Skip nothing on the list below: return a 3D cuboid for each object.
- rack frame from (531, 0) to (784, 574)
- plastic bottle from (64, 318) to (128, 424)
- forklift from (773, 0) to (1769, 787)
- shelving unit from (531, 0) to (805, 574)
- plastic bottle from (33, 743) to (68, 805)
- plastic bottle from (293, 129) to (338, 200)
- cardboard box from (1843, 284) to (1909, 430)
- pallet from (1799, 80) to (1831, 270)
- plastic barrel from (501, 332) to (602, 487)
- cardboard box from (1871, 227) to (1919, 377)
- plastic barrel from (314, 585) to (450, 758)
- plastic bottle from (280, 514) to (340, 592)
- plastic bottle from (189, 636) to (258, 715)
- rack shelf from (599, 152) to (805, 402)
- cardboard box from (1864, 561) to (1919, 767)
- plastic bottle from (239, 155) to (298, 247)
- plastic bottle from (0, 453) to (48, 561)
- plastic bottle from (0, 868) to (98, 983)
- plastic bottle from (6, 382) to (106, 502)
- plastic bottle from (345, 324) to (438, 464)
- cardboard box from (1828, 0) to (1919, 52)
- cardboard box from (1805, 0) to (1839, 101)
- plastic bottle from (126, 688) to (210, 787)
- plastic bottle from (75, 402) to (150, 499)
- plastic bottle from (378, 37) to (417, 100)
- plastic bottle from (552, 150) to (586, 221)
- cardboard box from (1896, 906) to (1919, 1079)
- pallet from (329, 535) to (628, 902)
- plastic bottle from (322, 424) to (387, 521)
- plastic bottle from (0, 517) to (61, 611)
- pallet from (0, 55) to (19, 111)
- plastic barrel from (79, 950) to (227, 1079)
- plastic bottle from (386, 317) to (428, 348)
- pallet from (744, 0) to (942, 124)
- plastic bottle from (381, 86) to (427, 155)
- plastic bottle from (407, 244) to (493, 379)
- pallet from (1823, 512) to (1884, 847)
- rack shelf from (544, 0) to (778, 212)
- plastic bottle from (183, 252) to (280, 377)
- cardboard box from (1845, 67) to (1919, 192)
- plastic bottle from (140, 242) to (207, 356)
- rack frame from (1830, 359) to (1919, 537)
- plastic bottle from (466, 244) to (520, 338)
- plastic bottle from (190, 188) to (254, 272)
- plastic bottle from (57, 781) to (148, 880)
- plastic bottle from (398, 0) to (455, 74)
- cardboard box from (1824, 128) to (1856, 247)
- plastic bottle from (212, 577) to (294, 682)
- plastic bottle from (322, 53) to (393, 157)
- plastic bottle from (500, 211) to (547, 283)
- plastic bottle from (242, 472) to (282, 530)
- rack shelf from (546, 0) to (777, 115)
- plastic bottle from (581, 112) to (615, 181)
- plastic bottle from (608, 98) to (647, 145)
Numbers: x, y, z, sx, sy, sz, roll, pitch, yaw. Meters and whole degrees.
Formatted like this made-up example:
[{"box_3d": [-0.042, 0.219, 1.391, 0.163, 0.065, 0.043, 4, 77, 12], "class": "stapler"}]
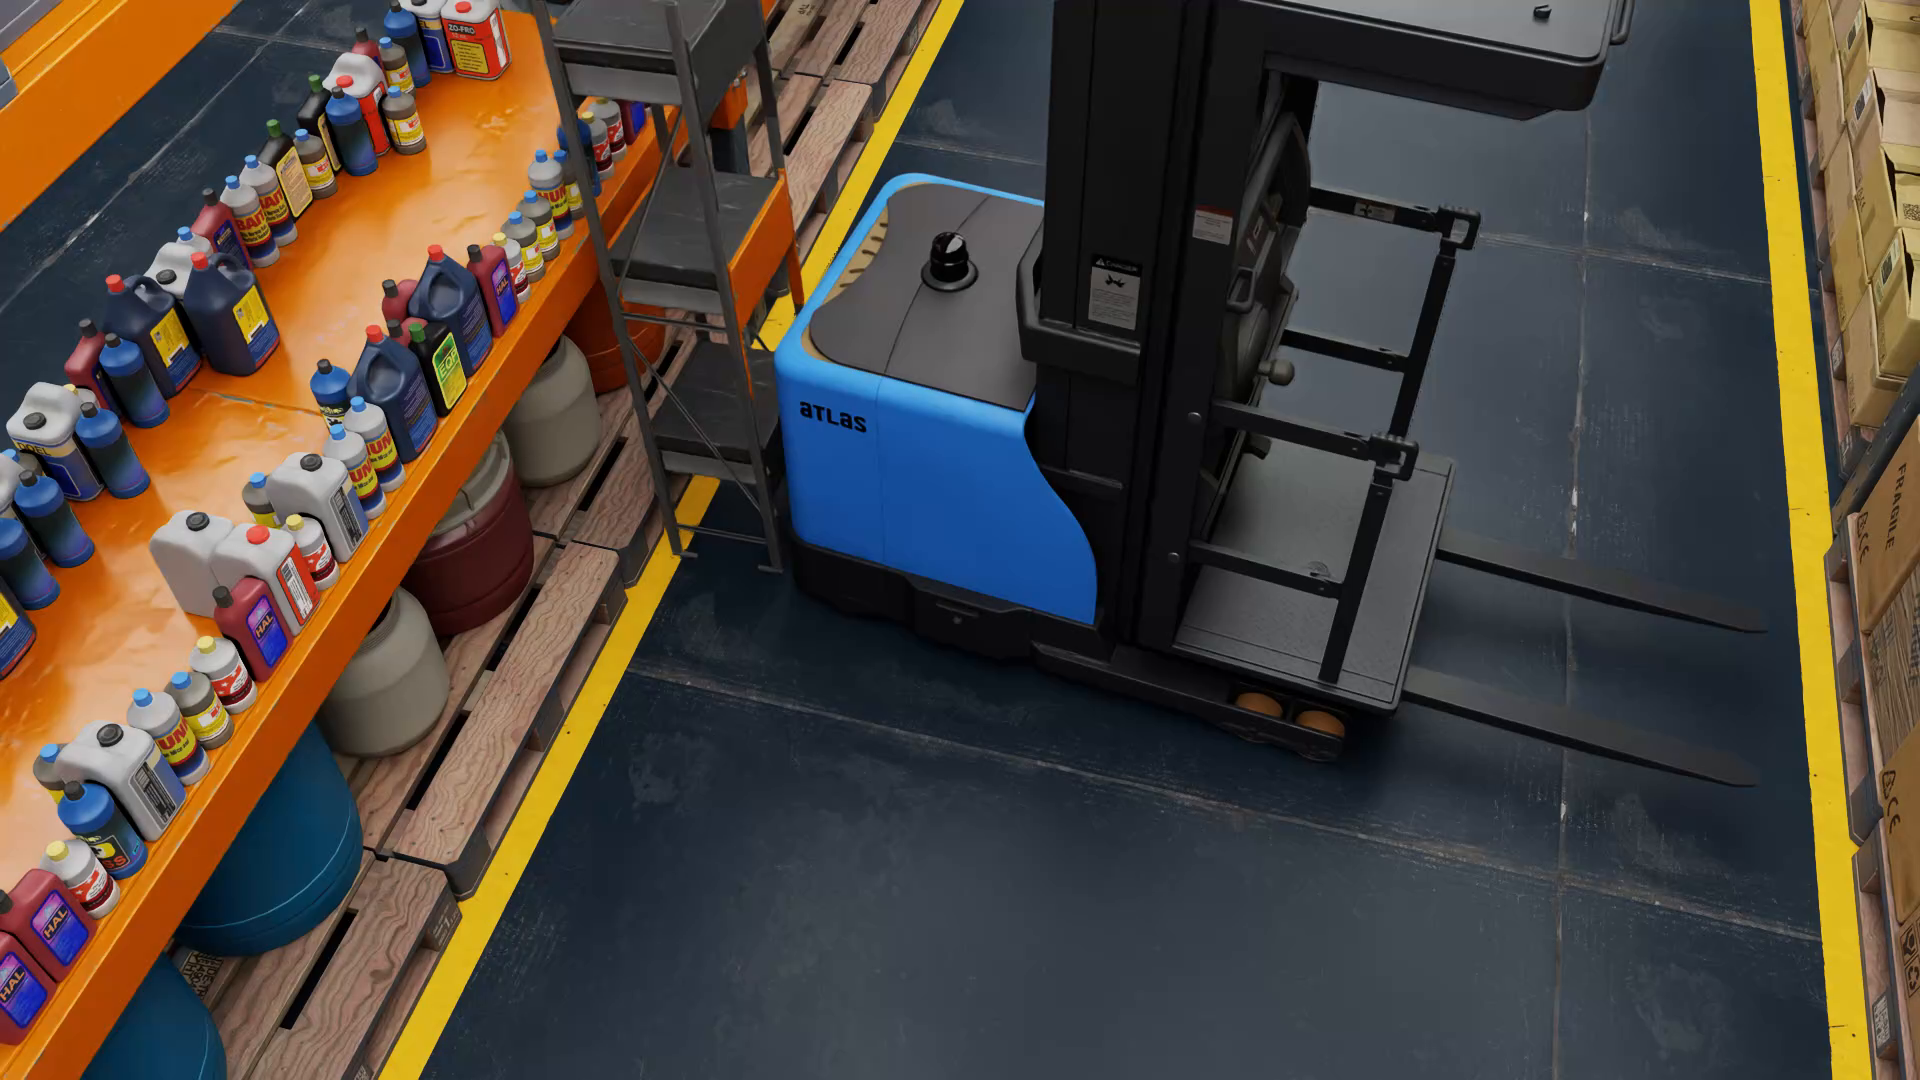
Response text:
[{"box_3d": [-0.838, -0.635, 4.888, 0.400, 2.100, 0.015, 10, 49, 12], "class": "rack frame"}, {"box_3d": [-2.174, -0.418, 4.196, 0.061, 0.283, 0.133, 12, 50, 10], "class": "plastic bottle"}, {"box_3d": [1.013, -0.741, 4.449, 3.031, 2.935, 1.130, 16, 50, 13], "class": "forklift"}, {"box_3d": [-0.773, -0.809, 5.046, 0.431, 2.100, 0.503, 10, 49, 12], "class": "shelving unit"}, {"box_3d": [-1.848, 0.493, 3.447, 0.097, 0.201, 0.097, 0, 49, 0], "class": "plastic bottle"}, {"box_3d": [-1.895, -1.106, 4.858, 0.097, 0.201, 0.097, 0, 49, 0], "class": "plastic bottle"}, {"box_3d": [3.426, -0.608, 5.840, 0.500, 0.250, 0.500, 13, 50, 11], "class": "cardboard box"}, {"box_3d": [4.100, -1.495, 6.929, 1.003, 0.211, 1.213, 12, 50, 10], "class": "pallet"}, {"box_3d": [-1.430, -0.463, 5.537, 0.421, 0.512, 0.421, 0, 49, 0], "class": "plastic barrel"}, {"box_3d": [3.423, -0.793, 5.629, 0.500, 0.311, 0.500, 13, 50, 11], "class": "cardboard box"}, {"box_3d": [-1.727, 0.354, 4.816, 0.421, 0.512, 0.421, 0, 49, 0], "class": "plastic barrel"}, {"box_3d": [-1.518, 0.021, 3.864, 0.097, 0.201, 0.097, 0, 49, 0], "class": "plastic bottle"}, {"box_3d": [-1.614, 0.285, 3.630, 0.097, 0.201, 0.097, 0, 49, 0], "class": "plastic bottle"}, {"box_3d": [-0.772, -0.800, 5.056, 0.431, 0.518, 0.480, 10, 49, 12], "class": "rack shelf"}, {"box_3d": [2.995, 0.384, 4.784, 0.500, 0.500, 0.500, 10, 49, 9], "class": "cardboard box"}, {"box_3d": [-1.955, -0.962, 4.684, 0.097, 0.271, 0.097, 0, 49, 0], "class": "plastic bottle"}, {"box_3d": [-2.252, -0.072, 3.895, 0.152, 0.276, 0.135, 12, 50, 10], "class": "plastic bottle"}, {"box_3d": [-1.765, 0.724, 3.188, 0.061, 0.283, 0.133, 12, 50, 10], "class": "plastic bottle"}, {"box_3d": [-2.191, -0.239, 4.043, 0.152, 0.276, 0.135, 12, 50, 10], "class": "plastic bottle"}, {"box_3d": [-1.417, -0.374, 4.112, 0.144, 0.351, 0.185, 12, 50, 10], "class": "plastic bottle"}, {"box_3d": [3.954, -2.273, 6.935, 0.500, 0.311, 0.500, 10, 49, 9], "class": "cardboard box"}, {"box_3d": [3.961, -2.085, 7.144, 0.500, 0.250, 0.500, 10, 49, 9], "class": "cardboard box"}, {"box_3d": [-1.665, 0.402, 3.480, 0.097, 0.271, 0.097, 0, 49, 0], "class": "plastic bottle"}, {"box_3d": [-2.066, -0.227, 4.035, 0.097, 0.271, 0.097, 0, 49, 0], "class": "plastic bottle"}, {"box_3d": [-1.763, -1.467, 5.176, 0.097, 0.201, 0.097, 0, 49, 0], "class": "plastic bottle"}, {"box_3d": [-1.136, -1.030, 4.791, 0.097, 0.201, 0.097, 0, 49, 0], "class": "plastic bottle"}, {"box_3d": [2.725, 1.124, 4.131, 0.500, 0.500, 0.500, 10, 49, 9], "class": "cardboard box"}, {"box_3d": [-1.746, 0.450, 5.212, 1.003, 0.211, 1.213, 12, 50, 10], "class": "pallet"}, {"box_3d": [-1.457, -0.170, 3.986, 0.097, 0.271, 0.097, 0, 49, 0], "class": "plastic bottle"}, {"box_3d": [-2.162, 0.038, 3.801, 0.097, 0.271, 0.097, 0, 49, 0], "class": "plastic bottle"}, {"box_3d": [-2.196, -0.554, 2.363, 1.213, 0.211, 1.003, 12, 50, 10], "class": "pallet"}, {"box_3d": [-2.148, 1.128, 3.873, 0.600, 0.901, 0.708, 12, 50, 10], "class": "plastic barrel"}, {"box_3d": [-1.393, -0.470, 4.242, 0.061, 0.283, 0.133, 12, 50, 10], "class": "plastic bottle"}, {"box_3d": [-0.691, -2.440, 7.763, 1.003, 0.211, 1.213, 12, 50, 10], "class": "pallet"}, {"box_3d": [-1.677, -1.270, 5.003, 0.097, 0.201, 0.097, 0, 49, 0], "class": "plastic bottle"}, {"box_3d": [-1.333, -0.604, 4.315, 0.144, 0.351, 0.185, 12, 50, 10], "class": "plastic bottle"}, {"box_3d": [3.290, 0.505, 5.164, 1.003, 0.211, 1.213, 12, 50, 10], "class": "pallet"}, {"box_3d": [-0.804, -1.275, 4.543, 0.431, 0.518, 0.480, 10, 49, 12], "class": "rack shelf"}, {"box_3d": [-1.910, -0.615, 4.325, 0.144, 0.351, 0.185, 12, 50, 10], "class": "plastic bottle"}, {"box_3d": [3.689, -1.534, 6.283, 0.500, 0.311, 0.500, 11, 50, 10], "class": "cardboard box"}, {"box_3d": [-2.046, -0.637, 4.395, 0.152, 0.276, 0.135, 12, 50, 10], "class": "plastic bottle"}, {"box_3d": [3.523, -0.950, 4.588, 1.000, 3.000, 0.127, 12, 50, 10], "class": "rack frame"}, {"box_3d": [-1.251, -0.689, 4.435, 0.061, 0.283, 0.133, 12, 50, 10], "class": "plastic bottle"}, {"box_3d": [-2.029, -0.816, 4.547, 0.061, 0.283, 0.133, 12, 50, 10], "class": "plastic bottle"}, {"box_3d": [-1.726, 0.570, 3.332, 0.097, 0.271, 0.097, 0, 49, 0], "class": "plastic bottle"}, {"box_3d": [-1.681, -1.640, 5.280, 0.152, 0.276, 0.135, 12, 50, 10], "class": "plastic bottle"}, {"box_3d": [3.693, -1.345, 6.490, 0.500, 0.250, 0.500, 13, 50, 11], "class": "cardboard box"}, {"box_3d": [-1.566, 0.178, 3.670, 0.061, 0.283, 0.133, 12, 50, 10], "class": "plastic bottle"}, {"box_3d": [-1.803, -1.306, 4.984, 0.152, 0.276, 0.135, 12, 50, 10], "class": "plastic bottle"}, {"box_3d": [-1.213, -0.819, 4.605, 0.097, 0.201, 0.097, 0, 49, 0], "class": "plastic bottle"}, {"box_3d": [-1.639, -0.080, 3.952, 0.097, 0.201, 0.097, 0, 49, 0], "class": "plastic bottle"}, {"box_3d": [-0.729, -3.139, 7.000, 1.077, 0.370, 4.000, 12, 50, 10], "class": "rack shelf"}, {"box_3d": [-1.084, -1.171, 4.915, 0.097, 0.201, 0.097, 0, 49, 0], "class": "plastic bottle"}, {"box_3d": [-1.011, -1.348, 5.017, 0.061, 0.283, 0.133, 12, 50, 10], "class": "plastic bottle"}]
